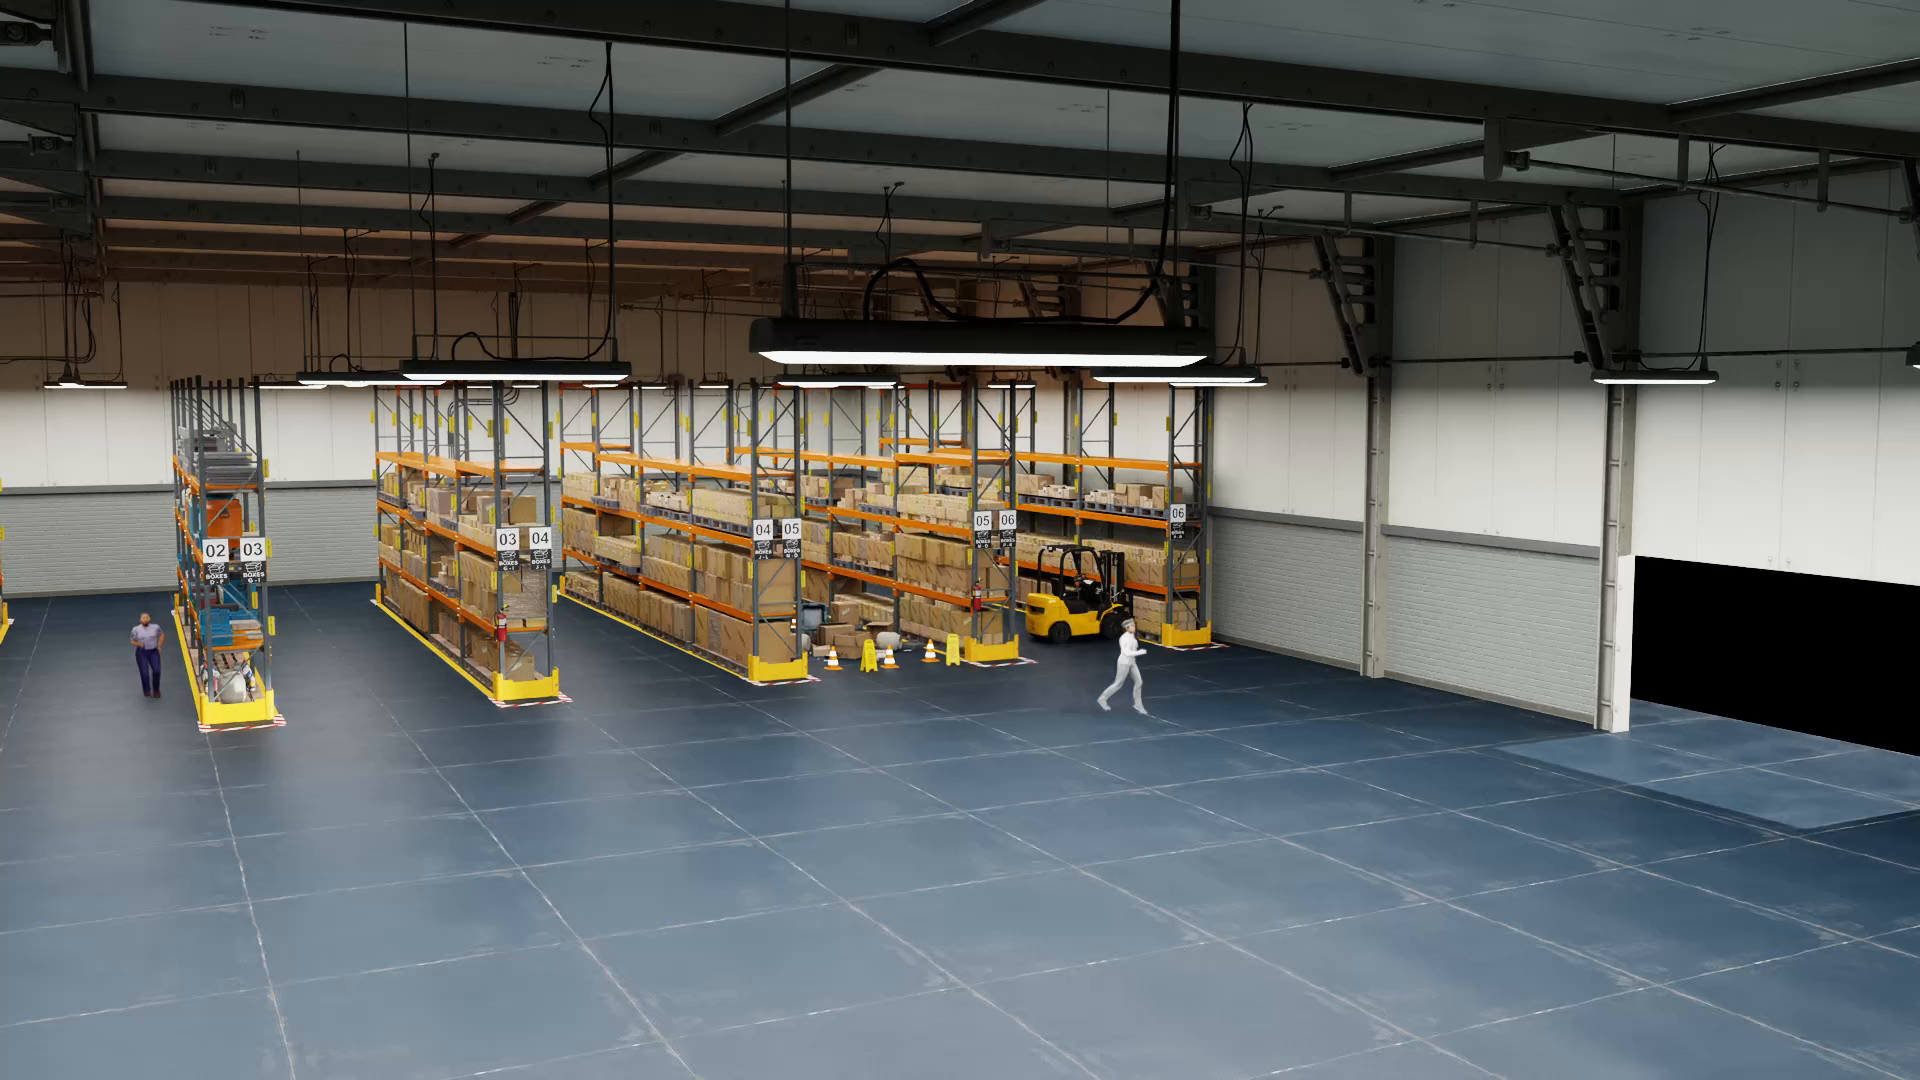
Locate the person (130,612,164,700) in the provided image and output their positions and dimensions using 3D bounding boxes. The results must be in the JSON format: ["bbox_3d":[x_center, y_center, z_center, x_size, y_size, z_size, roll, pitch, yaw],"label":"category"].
[{"bbox_3d":[-15.116,2.167,30.956,0.580,1.662,0.685,-3,6,-28],"label":"person"}]

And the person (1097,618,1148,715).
[{"bbox_3d":[2.917,2.248,29.657,0.891,1.731,0.622,2,6,23],"label":"person"}]
